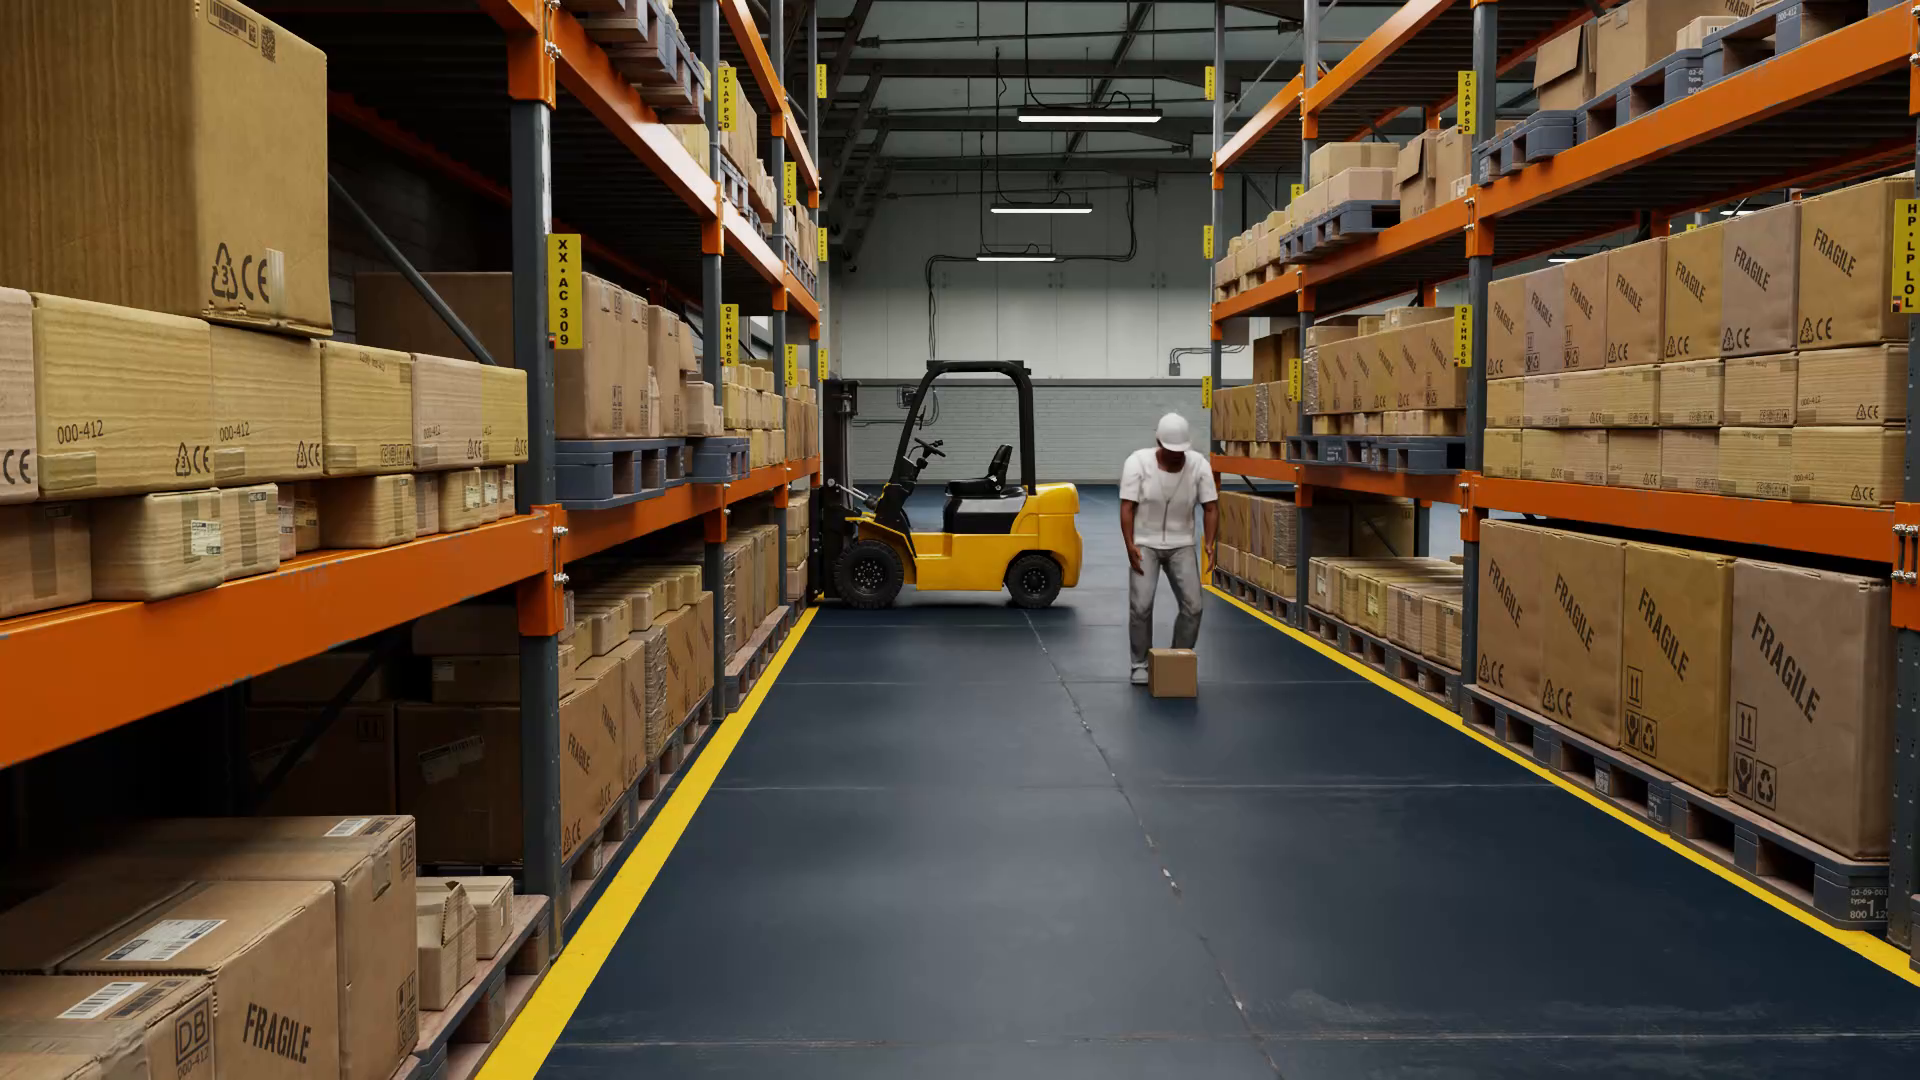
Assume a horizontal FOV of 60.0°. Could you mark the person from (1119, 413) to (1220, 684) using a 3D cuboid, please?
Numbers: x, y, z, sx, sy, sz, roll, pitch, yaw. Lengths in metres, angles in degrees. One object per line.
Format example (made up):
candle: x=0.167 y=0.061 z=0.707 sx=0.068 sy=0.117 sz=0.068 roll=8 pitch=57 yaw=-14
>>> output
person: x=1.275 y=0.055 z=10.153 sx=0.610 sy=1.647 sz=0.554 roll=0 pitch=4 yaw=0
